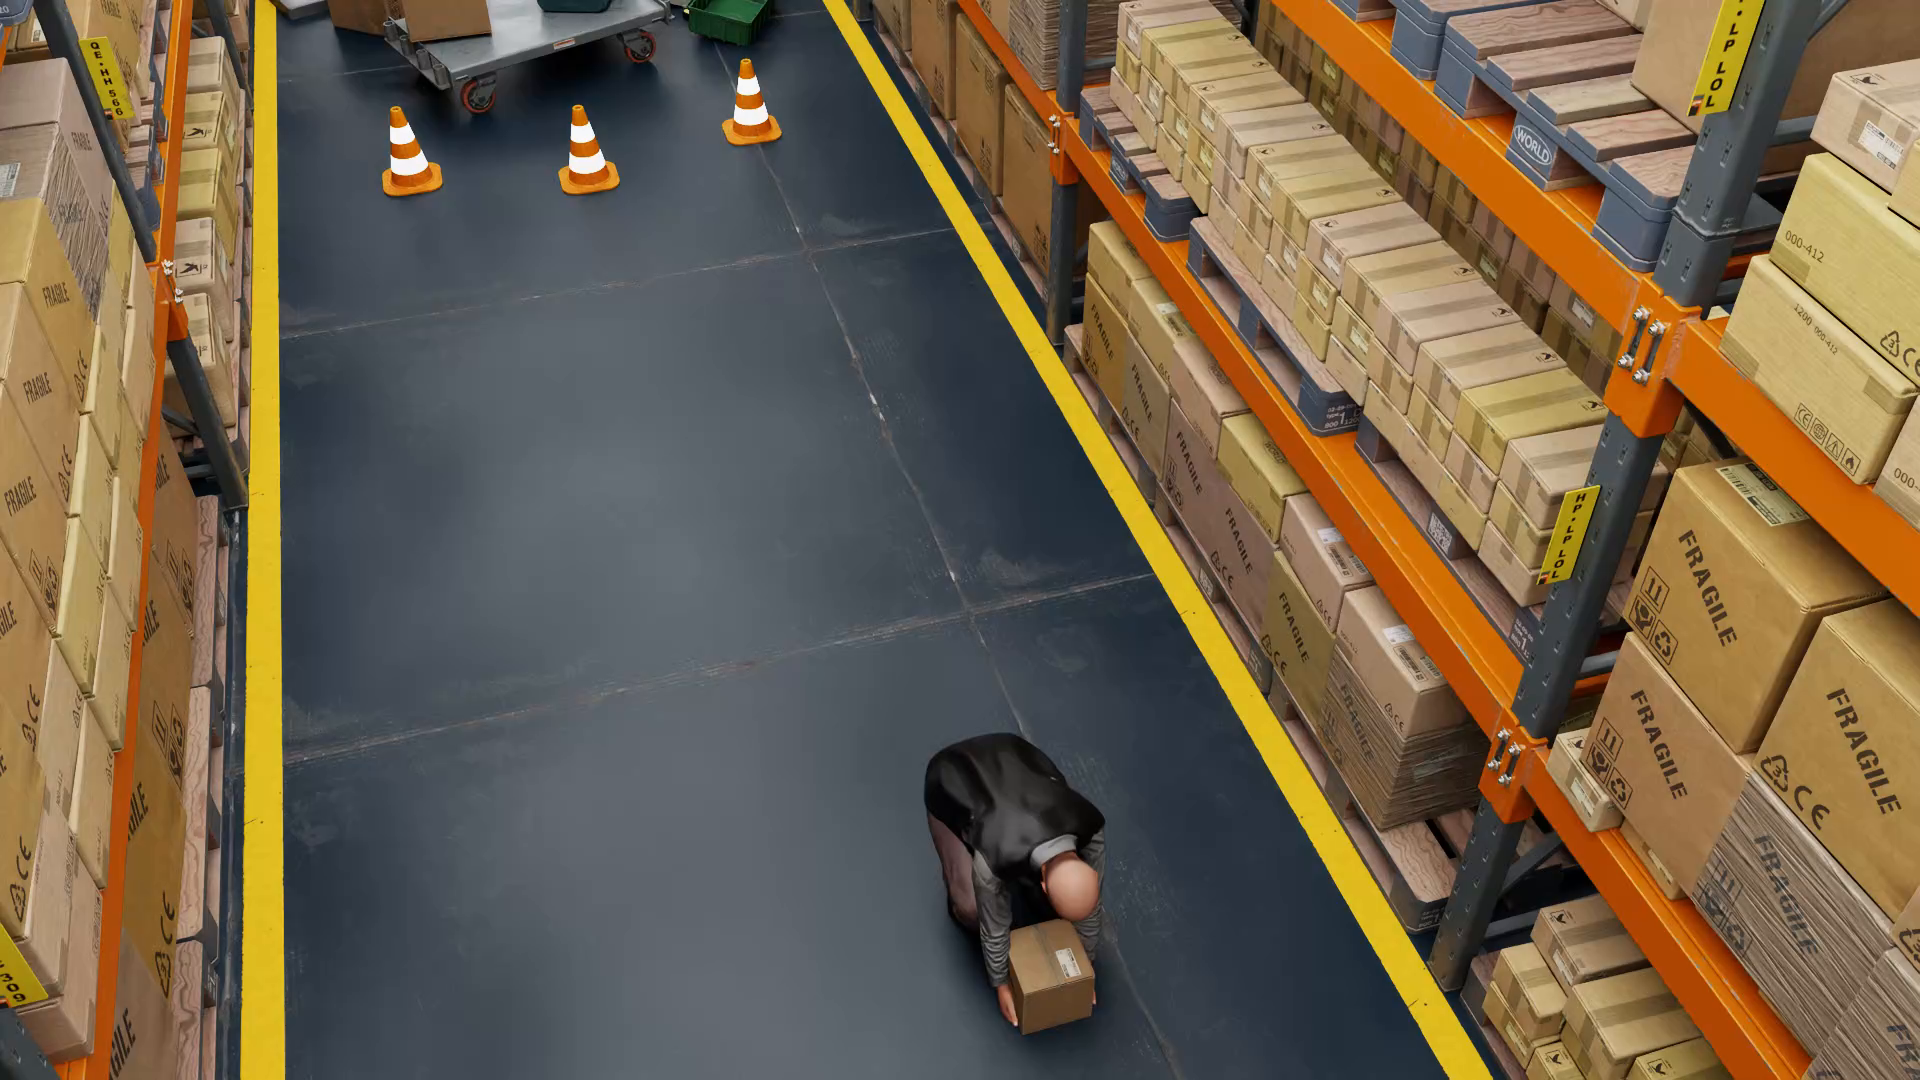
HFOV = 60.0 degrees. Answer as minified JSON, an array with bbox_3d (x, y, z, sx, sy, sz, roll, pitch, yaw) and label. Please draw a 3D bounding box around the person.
[{"bbox_3d":[0.198,1.120,5.717,0.514,0.827,0.914,-12,43,-13],"label":"person"}]
